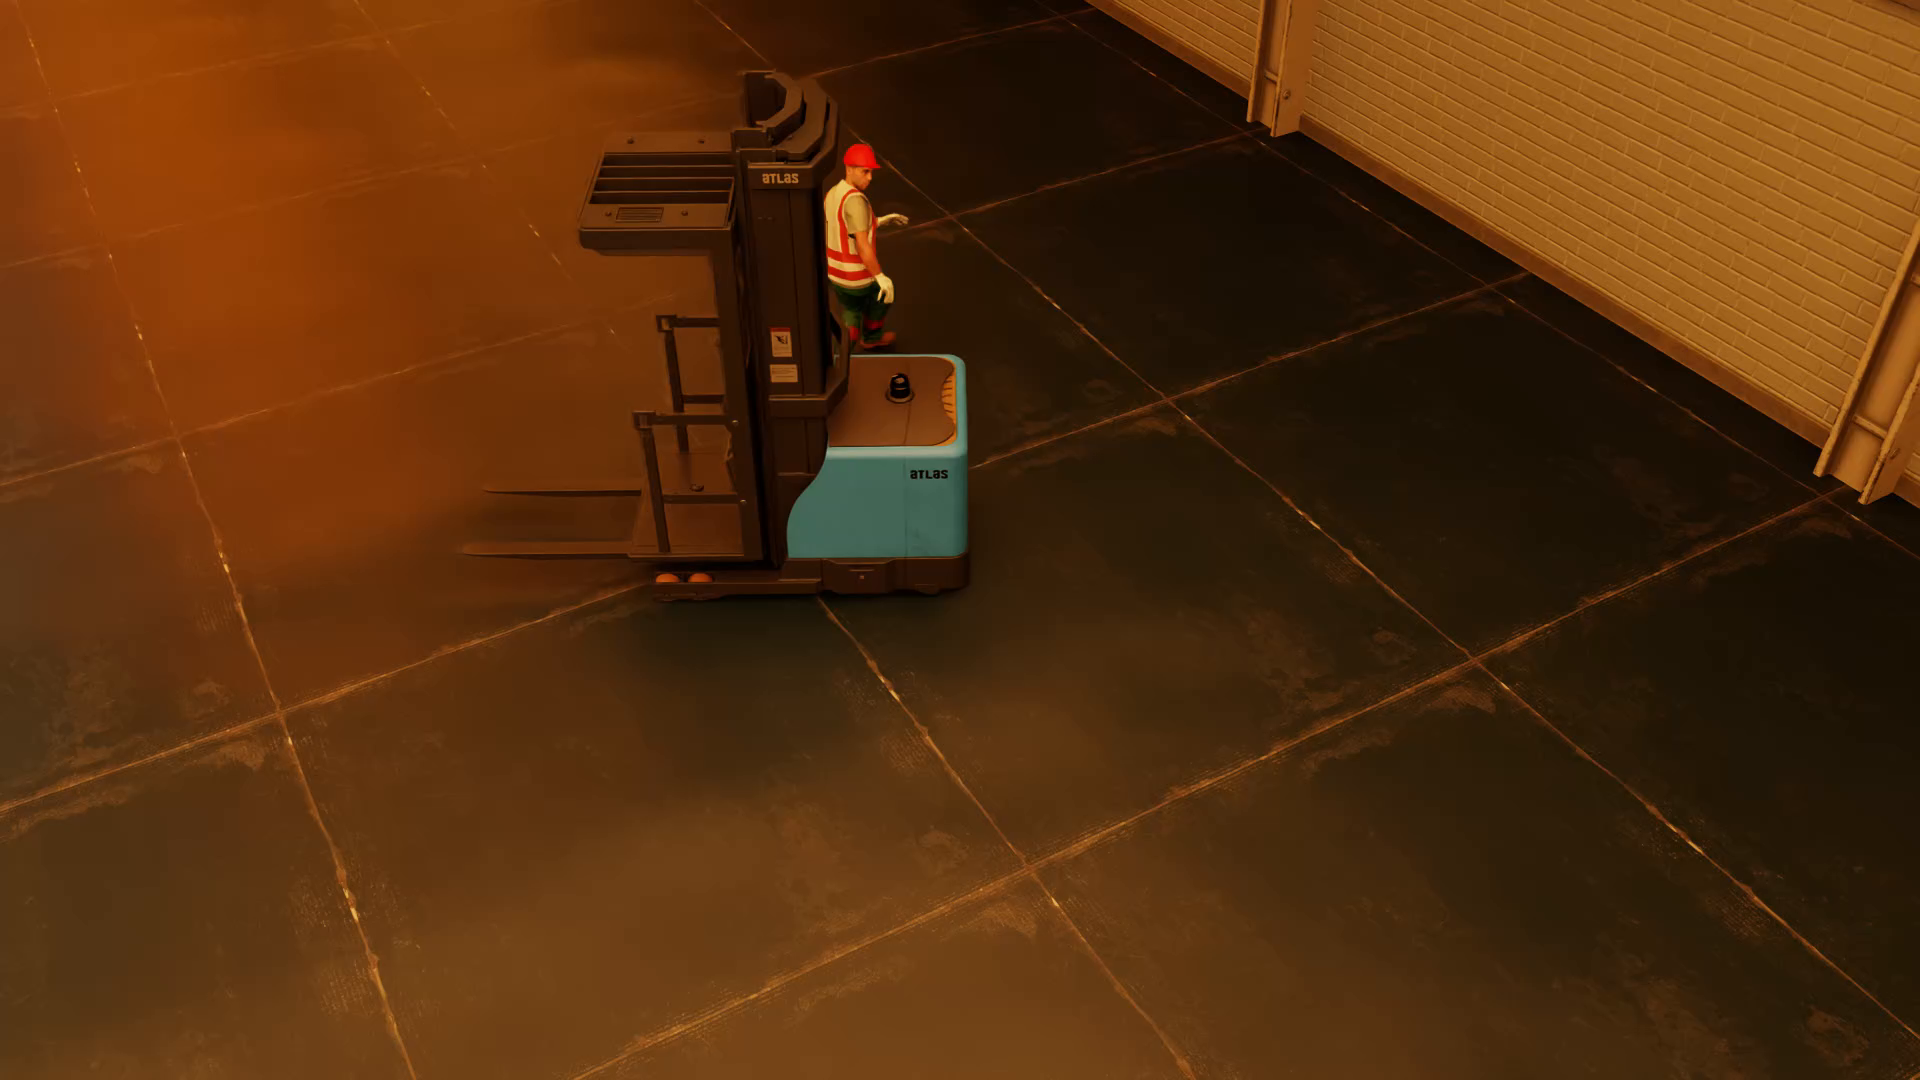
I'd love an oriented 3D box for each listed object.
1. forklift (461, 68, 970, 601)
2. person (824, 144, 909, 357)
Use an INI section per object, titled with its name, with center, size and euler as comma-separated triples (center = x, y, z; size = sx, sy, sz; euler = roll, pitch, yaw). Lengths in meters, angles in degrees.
[forklift]
center = -1.462, -1.106, 9.370
size = 3.031, 2.935, 1.130
euler = 0, 40, -1
[person]
center = -0.568, -1.880, 11.331
size = 0.821, 1.650, 0.832
euler = 31, 49, 32
